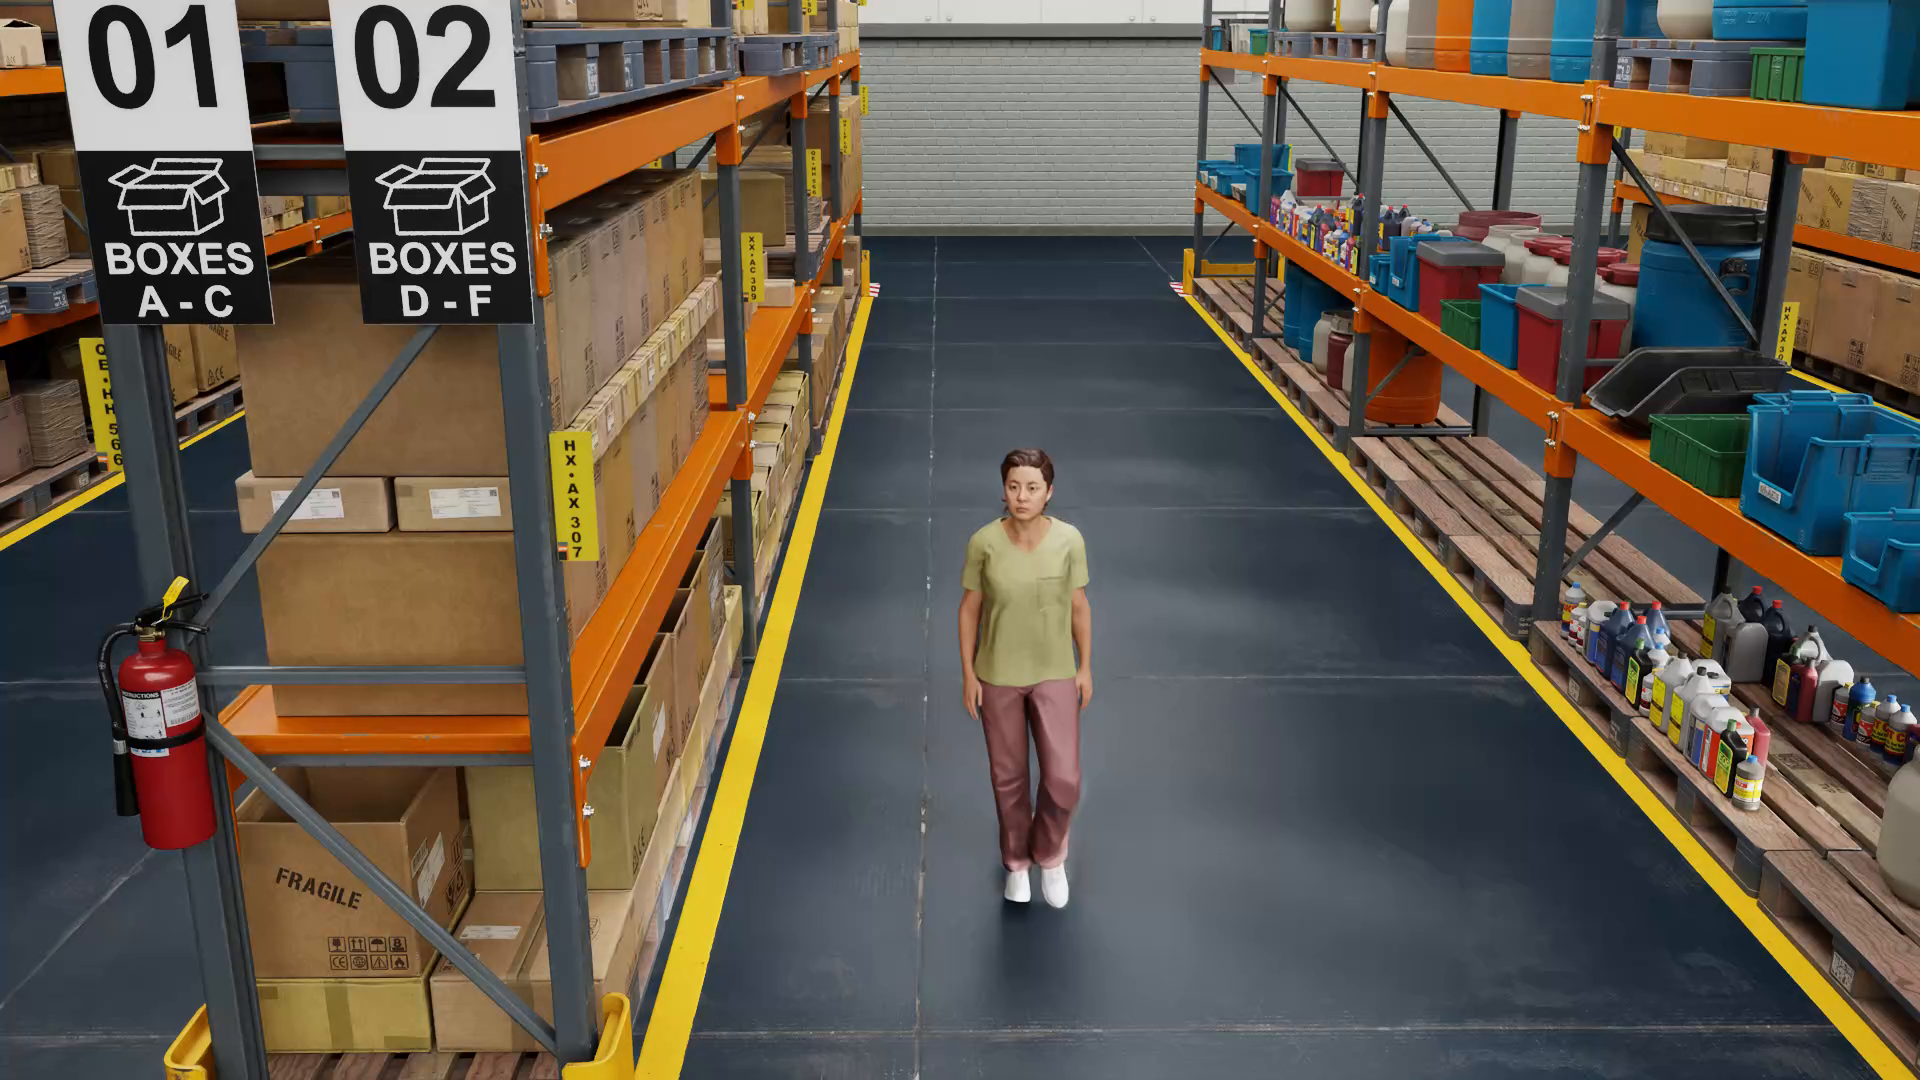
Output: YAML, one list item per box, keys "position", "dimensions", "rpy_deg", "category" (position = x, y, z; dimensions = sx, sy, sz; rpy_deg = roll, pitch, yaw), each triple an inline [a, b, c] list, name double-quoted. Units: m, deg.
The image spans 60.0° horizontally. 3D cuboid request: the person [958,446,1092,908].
- position: [0.226, 0.515, 5.832]
  dimensions: [0.475, 1.690, 0.469]
  rpy_deg: [1, 17, 5]
  category: "person"
